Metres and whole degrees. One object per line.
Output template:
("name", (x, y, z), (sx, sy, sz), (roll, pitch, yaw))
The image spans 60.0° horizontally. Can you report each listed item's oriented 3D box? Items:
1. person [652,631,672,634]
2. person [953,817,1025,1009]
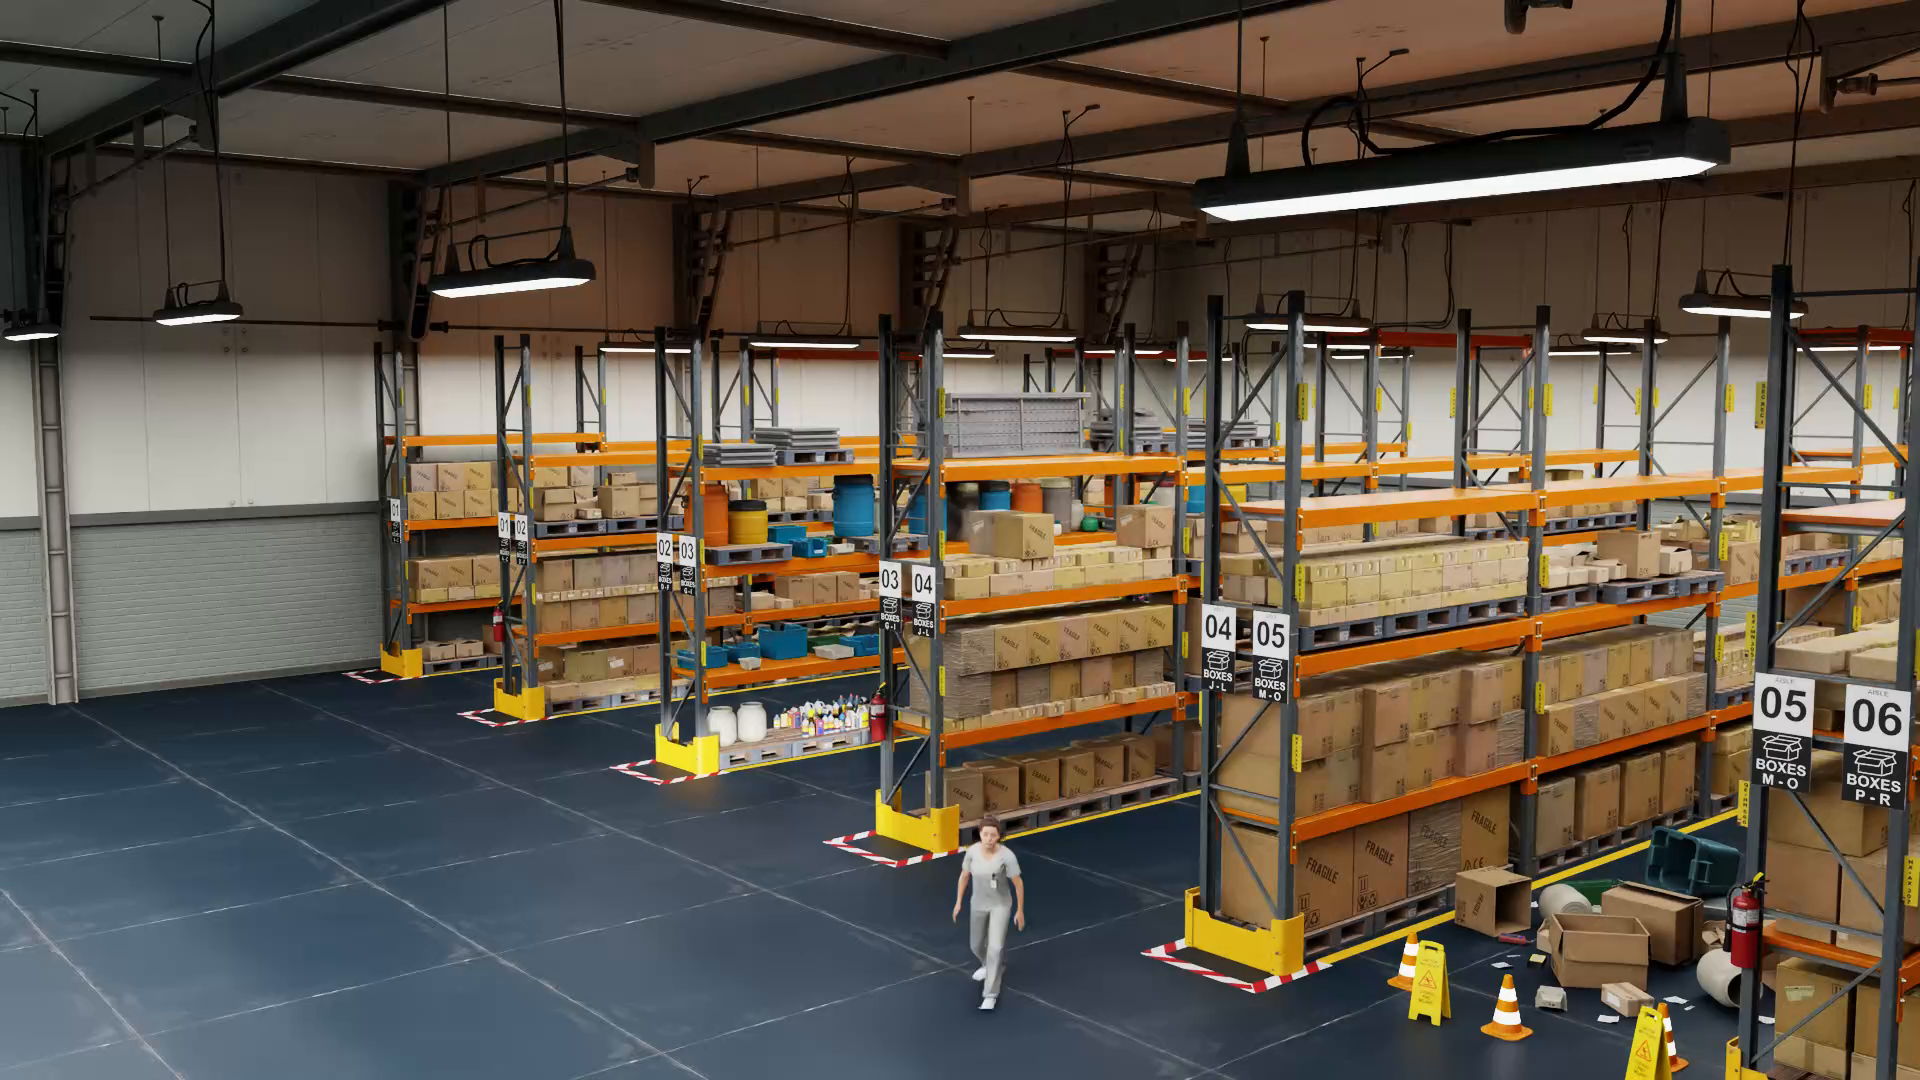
("person", (-5.333, 1.639, 29.730), (0.713, 1.717, 0.671), (-5, 7, -43))
("person", (0.297, 3.091, 14.116), (0.627, 1.598, 0.816), (2, 5, 17))
